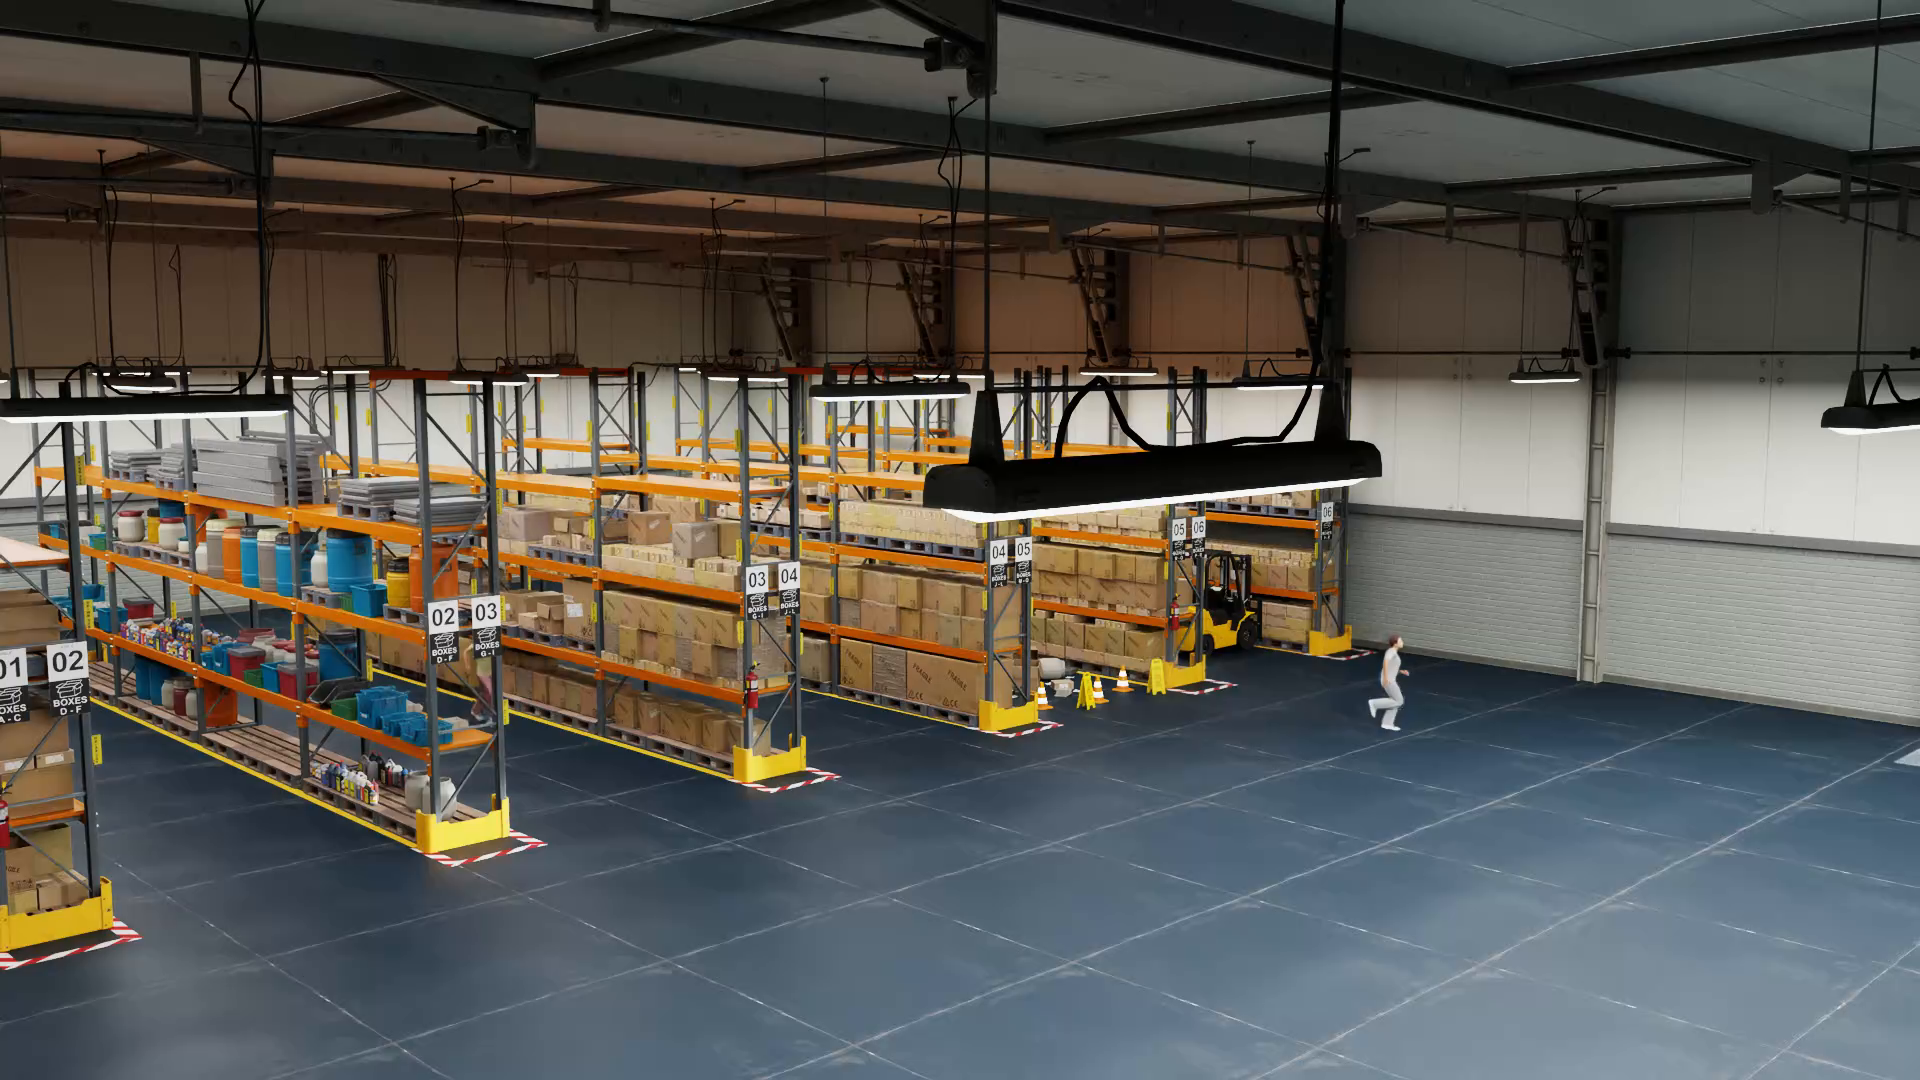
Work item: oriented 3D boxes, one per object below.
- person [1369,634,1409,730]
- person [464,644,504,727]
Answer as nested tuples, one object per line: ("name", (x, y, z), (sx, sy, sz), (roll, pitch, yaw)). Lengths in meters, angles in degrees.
("person", (7.221, 2.395, 27.969), (0.661, 1.620, 0.600), (1, 7, 12))
("person", (-8.071, 2.327, 28.235), (0.819, 1.695, 0.599), (6, 9, 43))
